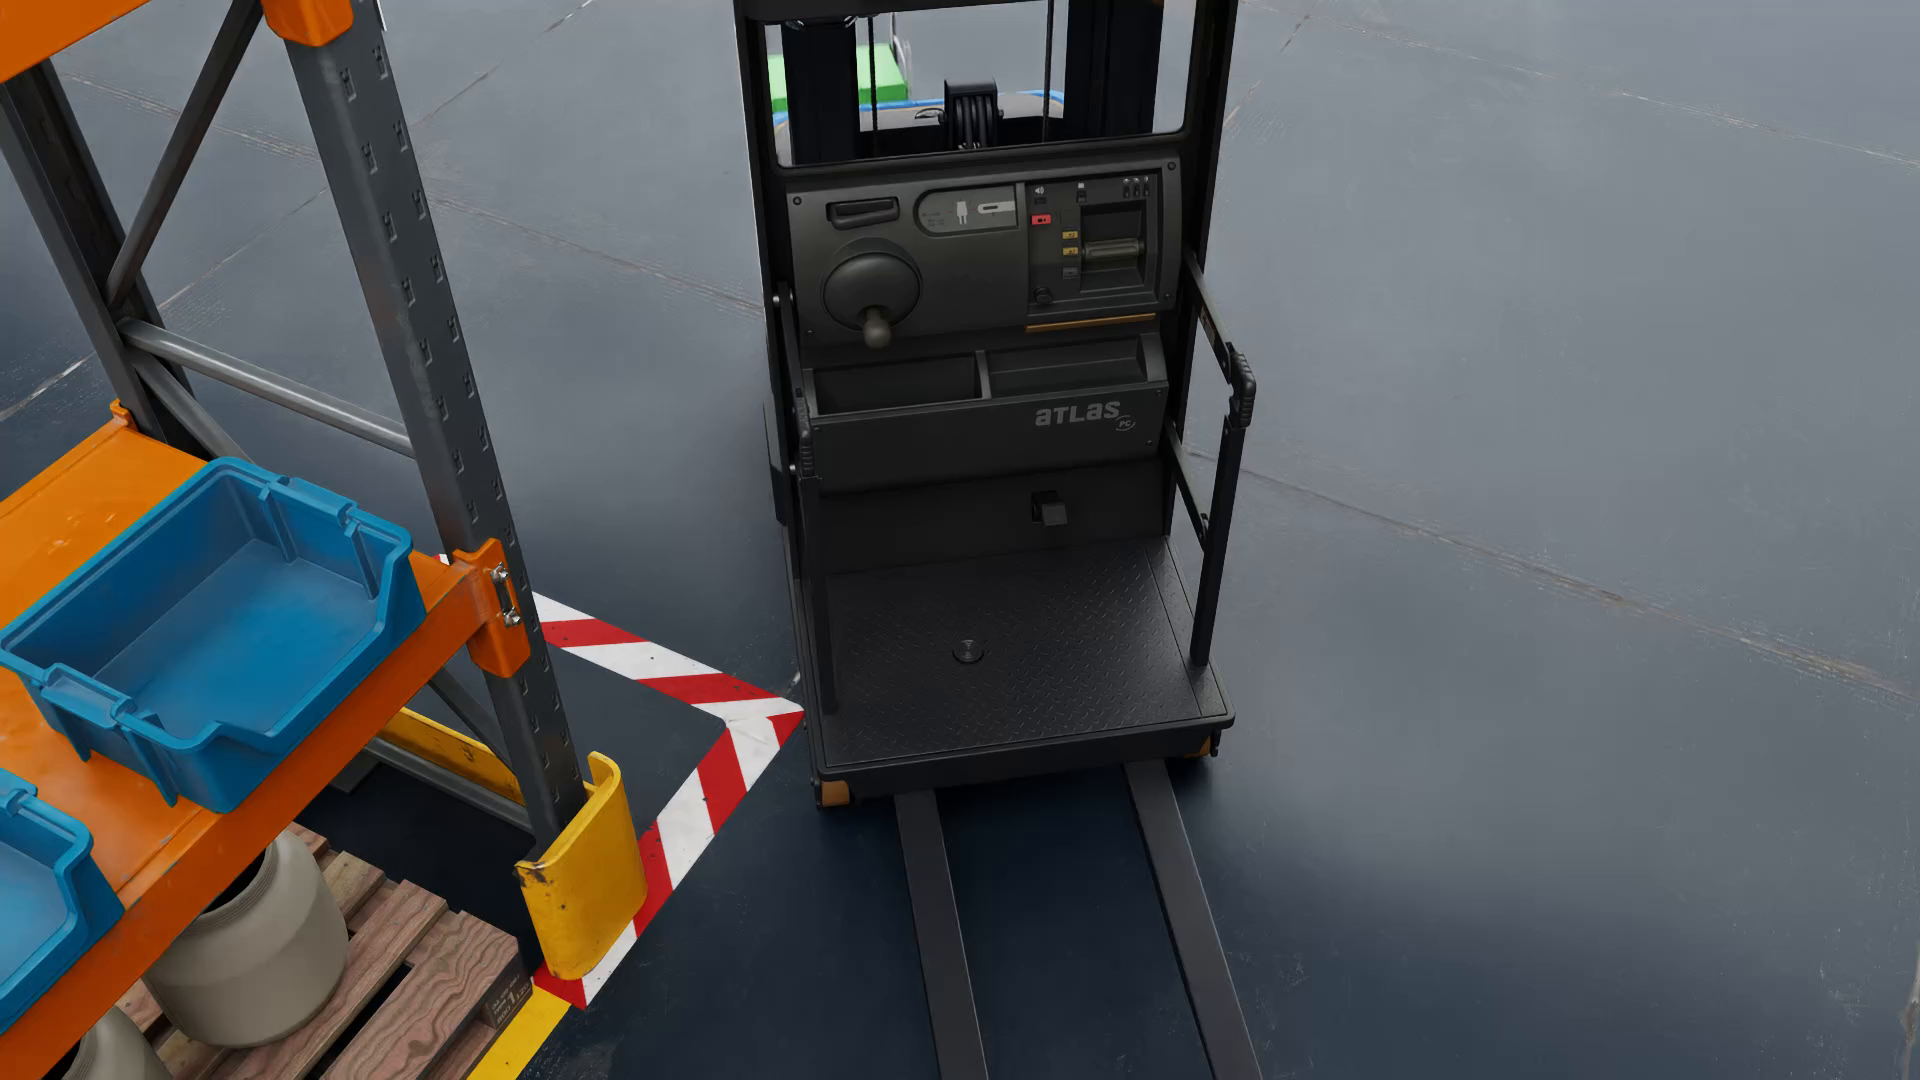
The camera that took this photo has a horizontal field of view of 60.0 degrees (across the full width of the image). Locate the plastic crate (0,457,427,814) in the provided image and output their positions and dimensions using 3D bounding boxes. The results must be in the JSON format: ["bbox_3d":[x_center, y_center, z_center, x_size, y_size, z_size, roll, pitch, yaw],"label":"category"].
[{"bbox_3d":[-1.362,0.166,3.081,0.499,0.251,0.616,20,49,19],"label":"plastic crate"}]

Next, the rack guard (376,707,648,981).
[{"bbox_3d":[-1.389,0.642,4.264,1.175,0.500,0.348,20,49,19],"label":"rack guard"}]

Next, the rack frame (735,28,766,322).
[{"bbox_3d":[-0.662,-1.080,5.474,0.015,1.200,0.240,-9,46,-9],"label":"rack frame"}]

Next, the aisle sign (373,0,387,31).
[{"bbox_3d":[-1.099,-1.161,2.461,0.394,0.787,0.004,20,49,19],"label":"aisle sign"}]

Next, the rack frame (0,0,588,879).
[{"bbox_3d":[-1.395,-0.300,3.438,1.000,3.000,0.127,20,49,19],"label":"rack frame"}]

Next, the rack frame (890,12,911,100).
[{"bbox_3d":[-0.186,-1.157,5.550,0.015,1.200,0.240,-9,46,-9],"label":"rack frame"}]

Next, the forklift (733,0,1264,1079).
[{"bbox_3d":[0.103,-0.588,3.770,1.130,2.935,3.031,-7,46,-7],"label":"forklift"}]

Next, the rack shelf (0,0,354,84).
[{"bbox_3d":[-2.323,0.158,1.382,1.077,0.370,4.000,20,49,19],"label":"rack shelf"}]

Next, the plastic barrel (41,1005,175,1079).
[{"bbox_3d":[-1.866,1.182,3.427,0.421,0.512,0.421,0,45,0],"label":"plastic barrel"}]

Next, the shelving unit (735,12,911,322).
[{"bbox_3d":[-0.424,-1.119,5.512,0.503,1.200,0.258,-9,46,-9],"label":"shelving unit"}]

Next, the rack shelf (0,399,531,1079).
[{"bbox_3d":[-2.323,1.212,2.448,1.077,0.370,4.000,20,49,19],"label":"rack shelf"}]

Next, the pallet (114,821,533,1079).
[{"bbox_3d":[-1.771,1.253,3.863,1.003,0.211,1.213,20,49,19],"label":"pallet"}]

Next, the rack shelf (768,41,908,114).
[{"bbox_3d":[-0.424,-1.411,5.216,0.480,0.148,0.258,-9,46,-9],"label":"rack shelf"}]

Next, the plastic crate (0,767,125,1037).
[{"bbox_3d":[-1.669,0.573,2.679,0.499,0.251,0.408,20,49,19],"label":"plastic crate"}]

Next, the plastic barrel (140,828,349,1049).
[{"bbox_3d":[-1.633,0.866,3.739,0.421,0.512,0.421,0,45,0],"label":"plastic barrel"}]
